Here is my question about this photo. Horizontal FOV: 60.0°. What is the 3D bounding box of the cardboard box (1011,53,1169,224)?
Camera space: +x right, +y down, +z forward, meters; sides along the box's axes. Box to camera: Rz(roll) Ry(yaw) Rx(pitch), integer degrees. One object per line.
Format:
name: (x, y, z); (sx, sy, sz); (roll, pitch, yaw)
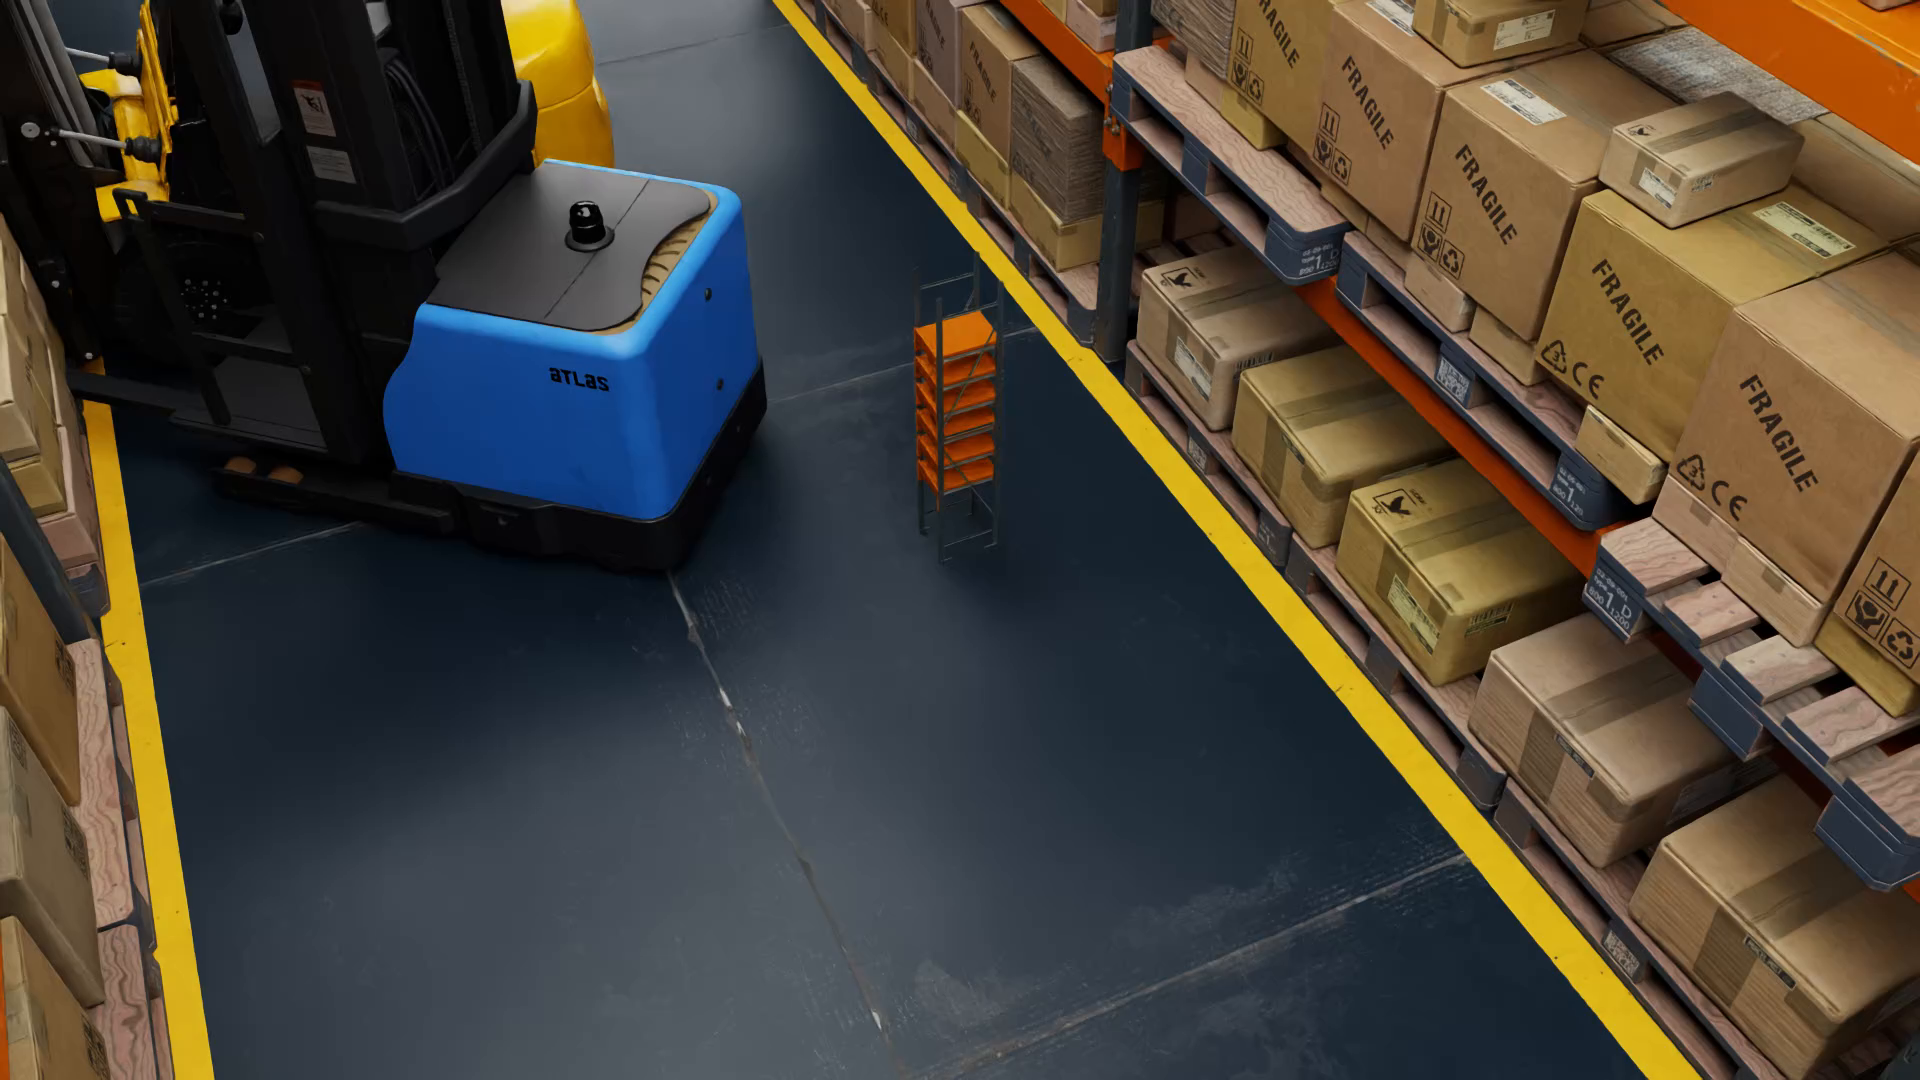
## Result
cardboard box: (0.551, -1.723, 6.985); (0.500, 0.500, 0.500); (-19, 48, -18)

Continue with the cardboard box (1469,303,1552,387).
cardboard box: (1.651, -0.602, 4.604); (0.380, 0.149, 0.250); (-19, 48, -19)

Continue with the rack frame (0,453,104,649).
rack frame: (-3.459, -0.519, 4.640); (1.000, 3.000, 0.127); (-18, 47, -17)

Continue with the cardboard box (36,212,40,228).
cardboard box: (-4.015, -1.067, 6.854); (0.500, 0.250, 0.500); (-17, 47, -16)

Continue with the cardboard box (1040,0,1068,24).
cardboard box: (0.521, -2.169, 6.492); (0.380, 0.149, 0.250); (-17, 47, -17)

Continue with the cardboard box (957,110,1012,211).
cardboard box: (0.318, -1.792, 7.589); (0.500, 0.250, 0.500); (-19, 48, -18)

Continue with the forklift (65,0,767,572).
forklift: (-2.350, -1.509, 5.693); (3.031, 2.935, 1.130); (11, 46, 11)

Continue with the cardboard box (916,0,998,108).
cardboard box: (0.120, -2.371, 7.642); (0.500, 0.500, 0.500); (-16, 47, -15)

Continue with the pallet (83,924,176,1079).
pallet: (-2.597, 1.710, 4.366); (1.003, 0.211, 1.213); (-18, 47, -17)

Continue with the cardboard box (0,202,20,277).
cardboard box: (-3.803, -1.089, 6.165); (0.500, 0.250, 0.500); (-17, 47, -16)

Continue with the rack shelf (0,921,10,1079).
rack shelf: (-2.618, 1.012, 3.601); (1.077, 0.370, 4.000); (-18, 47, -17)

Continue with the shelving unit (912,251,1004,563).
shelving unit: (-0.006, -0.436, 5.838); (0.258, 1.200, 0.189); (-18, 47, -17)

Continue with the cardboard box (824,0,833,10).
cardboard box: (-0.550, -3.111, 8.926); (0.500, 0.250, 0.500); (-18, 48, -18)

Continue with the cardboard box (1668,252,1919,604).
cardboard box: (2.055, -0.263, 3.799); (0.500, 0.500, 0.500); (-19, 48, -18)

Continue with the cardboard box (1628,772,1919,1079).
cardboard box: (2.497, 0.985, 4.688); (0.950, 0.372, 0.625); (-21, 48, -20)

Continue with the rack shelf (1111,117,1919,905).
rack shelf: (1.884, -0.457, 5.089); (1.077, 0.370, 4.000); (-18, 47, -17)

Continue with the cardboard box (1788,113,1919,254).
cardboard box: (2.291, -0.751, 4.293); (0.500, 0.500, 0.500); (-17, 47, -17)

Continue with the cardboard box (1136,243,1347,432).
cardboard box: (1.266, -0.868, 6.566); (0.950, 0.372, 0.625); (-17, 47, -17)

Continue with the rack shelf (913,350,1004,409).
rack shelf: (-0.006, -0.576, 5.701); (0.258, 0.103, 0.180); (-18, 47, -17)

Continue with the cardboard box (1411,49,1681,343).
cardboard box: (1.613, -0.932, 4.477); (0.500, 0.500, 0.500); (-20, 48, -19)

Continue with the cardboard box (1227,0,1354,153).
cardboard box: (1.191, -1.576, 5.129); (0.500, 0.500, 0.500); (-18, 47, -17)

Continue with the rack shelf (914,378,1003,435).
rack shelf: (-0.006, -0.490, 5.785); (0.258, 0.103, 0.180); (-18, 47, -17)

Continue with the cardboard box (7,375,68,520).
cardboard box: (-3.382, -0.267, 5.688); (0.500, 0.250, 0.500); (-18, 47, -18)

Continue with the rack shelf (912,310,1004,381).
rack shelf: (-0.006, -0.661, 5.616); (0.258, 0.103, 0.180); (-18, 47, -17)

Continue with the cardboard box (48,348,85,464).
cardboard box: (-3.589, -0.415, 6.193); (0.500, 0.250, 0.500); (-19, 48, -18)

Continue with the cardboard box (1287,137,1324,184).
cardboard box: (1.275, -1.282, 5.293); (0.380, 0.149, 0.250); (-15, 47, -15)

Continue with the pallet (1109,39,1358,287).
pallet: (1.233, -1.389, 5.658); (1.003, 0.211, 1.213); (-18, 47, -17)

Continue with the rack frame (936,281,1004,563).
rack frame: (0.032, -0.378, 5.779); (0.240, 1.200, 0.006); (-18, 47, -17)

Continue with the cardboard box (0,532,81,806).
cardboard box: (-3.229, 0.506, 4.993); (0.875, 0.625, 0.625); (-16, 47, -16)

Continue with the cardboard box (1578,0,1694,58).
cardboard box: (1.867, -1.405, 4.957); (0.500, 0.500, 0.500); (-17, 47, -16)

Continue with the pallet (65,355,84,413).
pallet: (-4.272, -0.824, 6.935); (1.003, 0.211, 1.213); (-18, 47, -17)

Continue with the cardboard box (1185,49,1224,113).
cardboard box: (0.989, -1.602, 5.617); (0.380, 0.149, 0.250); (-17, 47, -17)

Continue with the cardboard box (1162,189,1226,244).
cardboard box: (1.040, -1.614, 7.408); (0.500, 0.250, 0.500); (-20, 48, -19)

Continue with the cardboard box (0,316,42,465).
cardboard box: (-3.377, -0.446, 5.514); (0.500, 0.250, 0.500); (-19, 48, -18)

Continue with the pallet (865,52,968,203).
pallet: (0.212, -2.191, 8.320); (1.003, 0.211, 1.213); (-18, 47, -17)

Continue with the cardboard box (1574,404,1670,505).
cardboard box: (1.822, -0.268, 4.266); (0.380, 0.149, 0.250); (-17, 47, -17)

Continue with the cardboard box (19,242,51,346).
cardboard box: (-3.796, -0.911, 6.340); (0.500, 0.250, 0.500); (-18, 48, -18)

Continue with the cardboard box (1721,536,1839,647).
cardboard box: (2.049, 0.066, 3.928); (0.380, 0.149, 0.250); (-18, 48, -18)

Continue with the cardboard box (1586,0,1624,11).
cardboard box: (1.881, -1.678, 4.771); (0.380, 0.149, 0.250); (-20, 48, -19)

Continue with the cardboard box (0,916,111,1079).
cardboard box: (-2.592, 1.481, 4.005); (0.875, 0.625, 0.625); (-20, 48, -19)

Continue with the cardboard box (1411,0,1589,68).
cardboard box: (1.470, -1.443, 4.533); (0.380, 0.149, 0.250); (-16, 47, -15)

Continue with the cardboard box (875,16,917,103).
cardboard box: (-0.102, -2.440, 8.246); (0.500, 0.250, 0.500); (-15, 47, -15)

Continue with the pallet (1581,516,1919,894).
pallet: (2.329, 0.208, 4.041); (1.213, 0.211, 1.003); (-18, 47, -17)

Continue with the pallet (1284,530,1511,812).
pallet: (1.889, 0.280, 5.816); (1.003, 0.211, 1.213); (-18, 47, -17)

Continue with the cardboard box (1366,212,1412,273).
cardboard box: (1.447, -0.948, 4.954); (0.380, 0.149, 0.250); (-18, 47, -17)

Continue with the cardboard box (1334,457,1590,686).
cardboard box: (1.866, 0.032, 5.654); (0.950, 0.372, 0.625); (-17, 47, -16)

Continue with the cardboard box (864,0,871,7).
cardboard box: (-0.316, -3.031, 8.311); (0.500, 0.500, 0.500); (-20, 48, -19)
